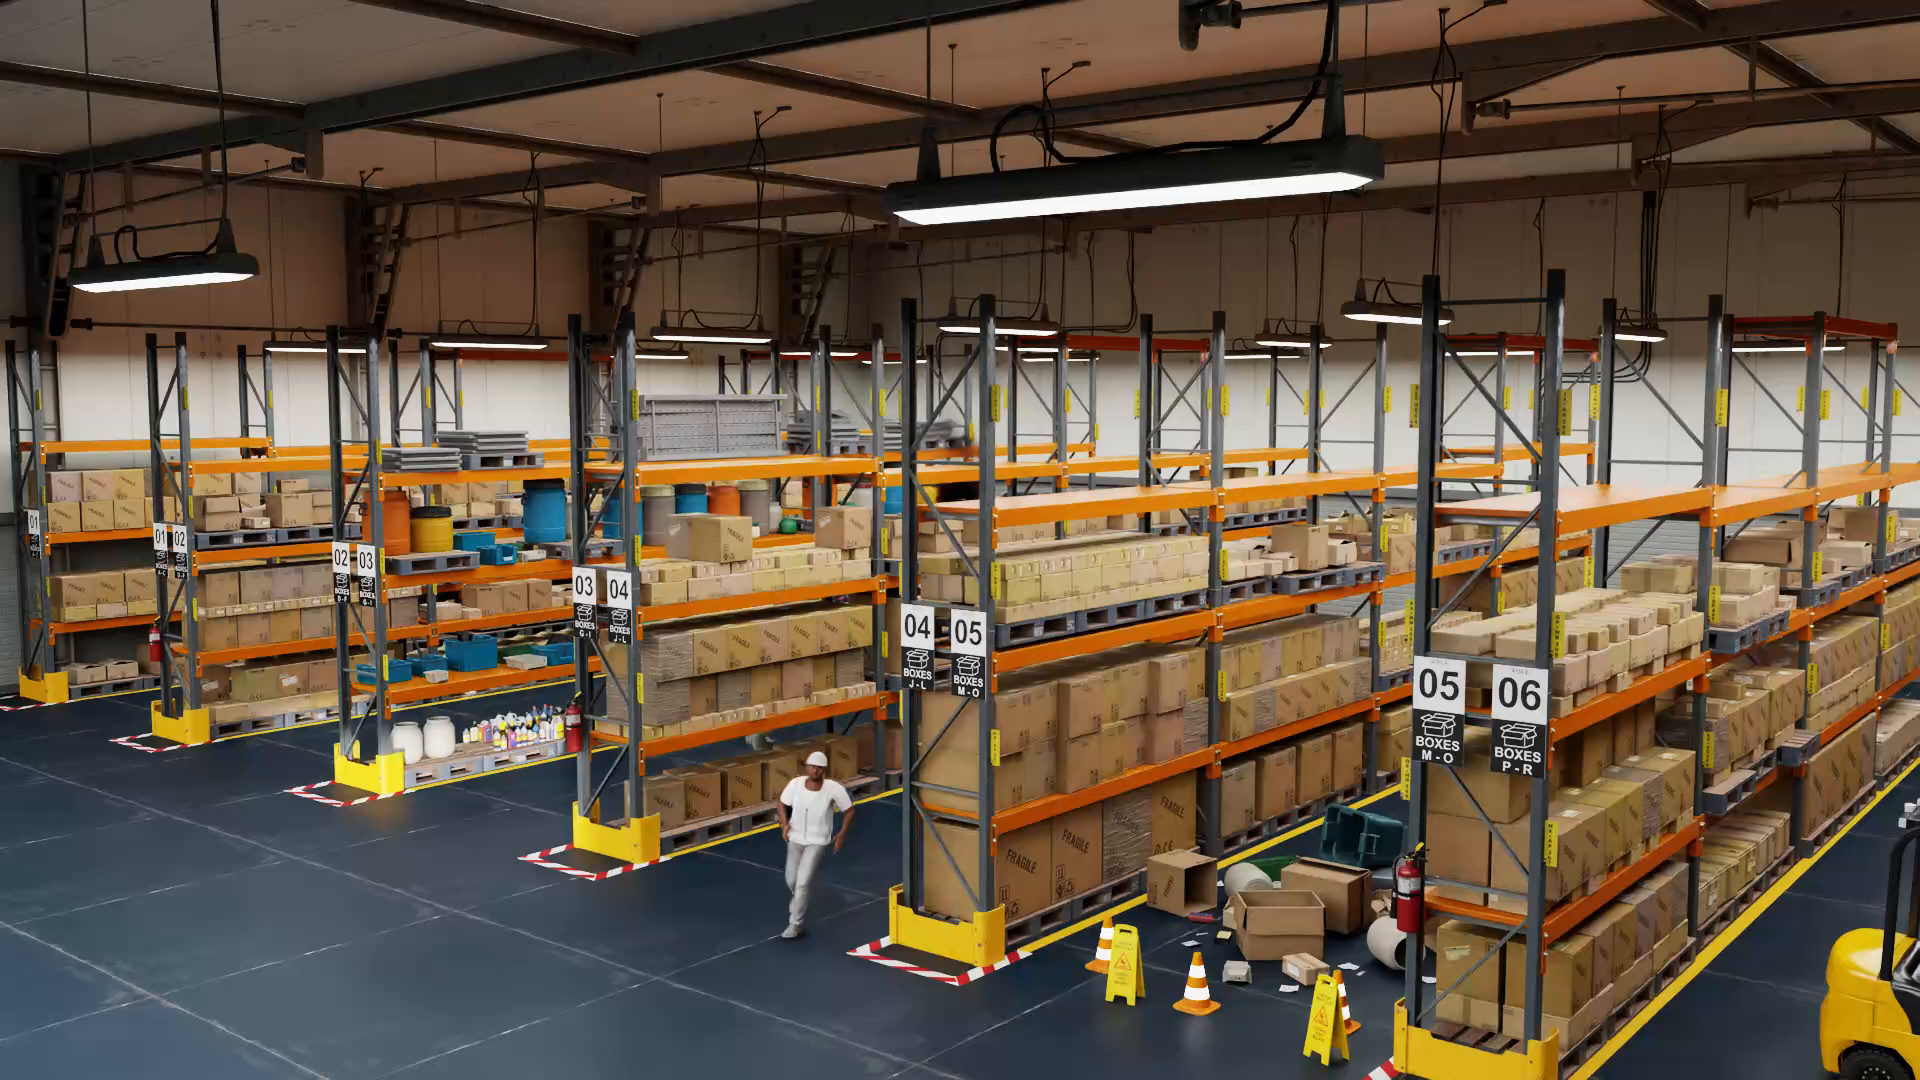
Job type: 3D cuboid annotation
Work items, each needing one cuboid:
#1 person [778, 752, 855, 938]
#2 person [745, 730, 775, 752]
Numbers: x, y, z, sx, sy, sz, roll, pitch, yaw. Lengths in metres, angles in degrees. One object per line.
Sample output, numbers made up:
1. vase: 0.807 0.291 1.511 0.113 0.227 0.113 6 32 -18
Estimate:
1. person: -1.392 2.868 15.925 0.753 1.735 0.787 1 5 12
2. person: -2.634 2.293 22.409 0.659 1.757 0.659 4 7 40
